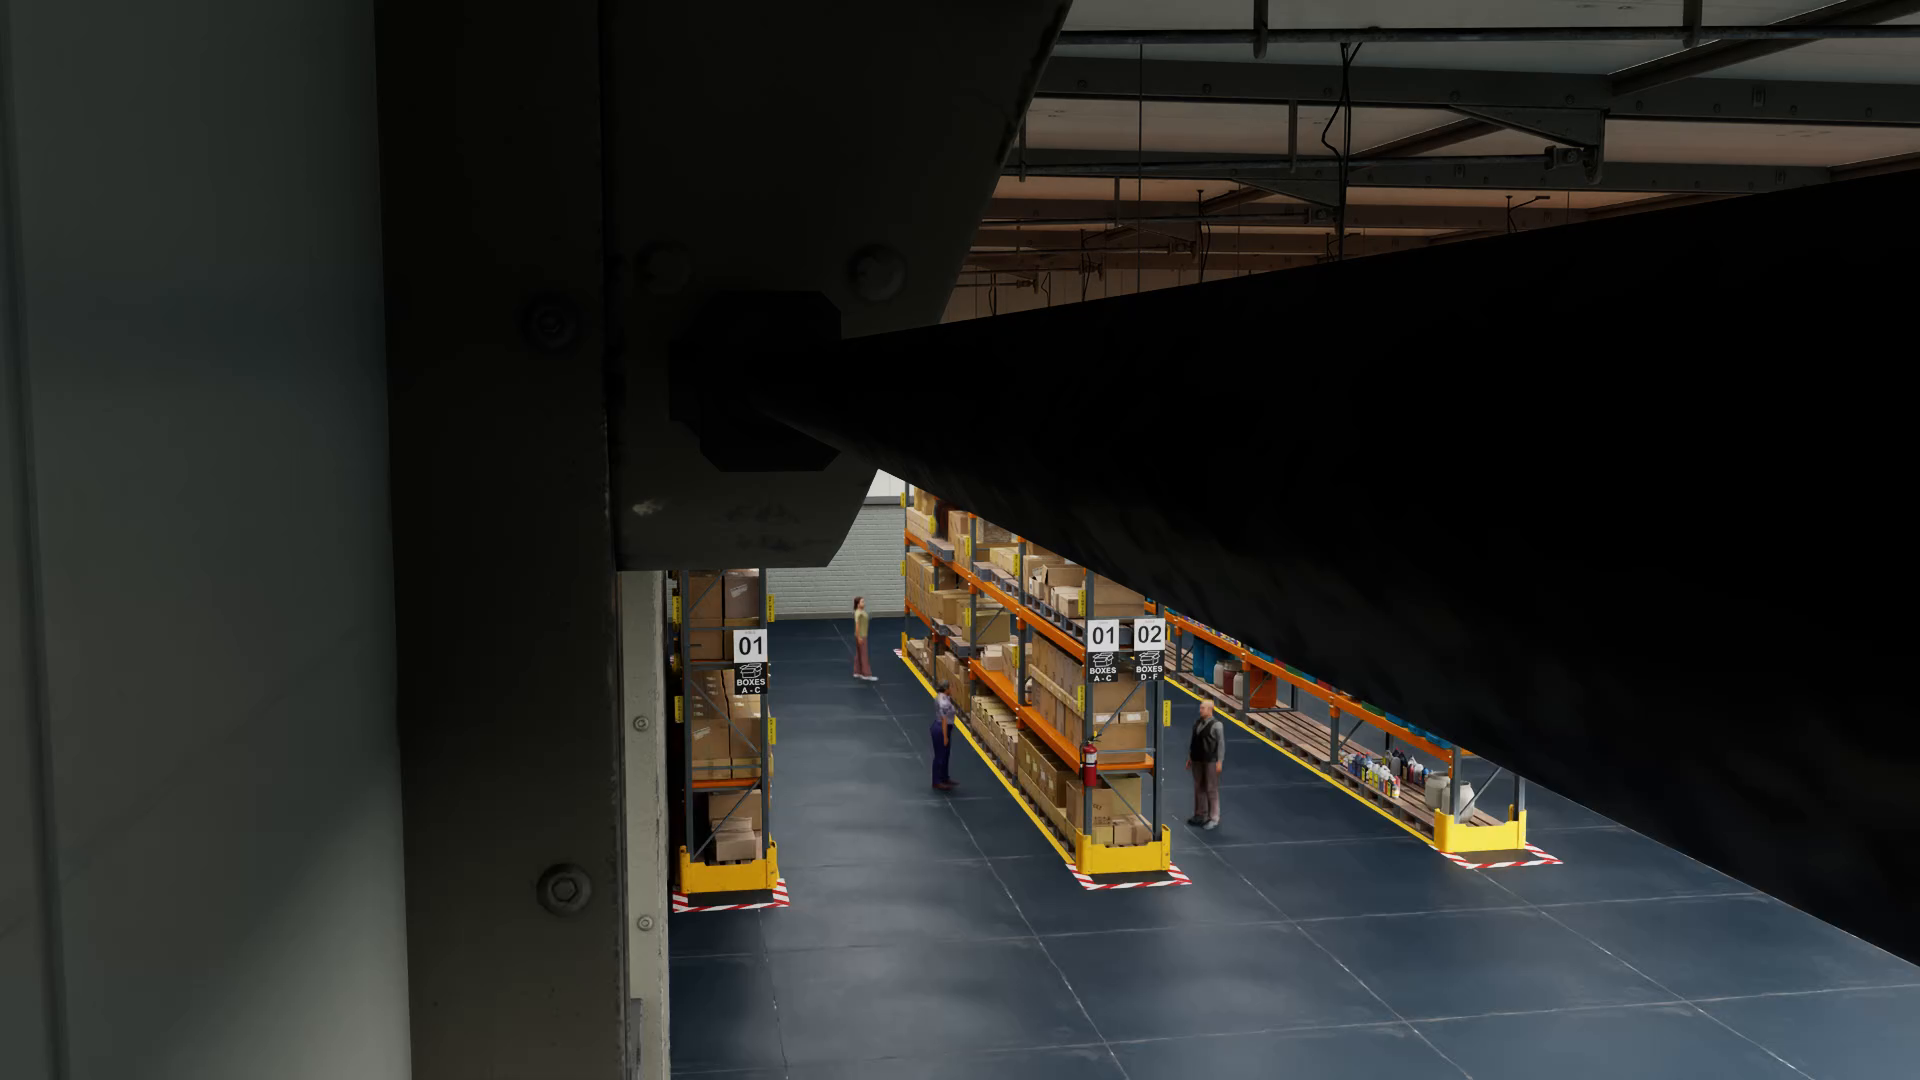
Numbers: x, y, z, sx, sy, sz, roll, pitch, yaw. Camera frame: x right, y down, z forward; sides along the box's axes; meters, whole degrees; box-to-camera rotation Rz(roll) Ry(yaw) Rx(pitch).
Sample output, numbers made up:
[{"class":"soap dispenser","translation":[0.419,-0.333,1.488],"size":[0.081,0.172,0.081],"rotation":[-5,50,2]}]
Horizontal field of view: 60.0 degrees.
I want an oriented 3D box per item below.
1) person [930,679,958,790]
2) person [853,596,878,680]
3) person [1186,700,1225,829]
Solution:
[{"class":"person","translation":[-0.231,2.919,25.047],"size":[0.432,1.666,0.496],"rotation":[-1,6,-6]},{"class":"person","translation":[-1.909,1.977,33.566],"size":[0.505,1.683,0.470],"rotation":[0,6,1]},{"class":"person","translation":[3.377,3.092,23.032],"size":[0.400,1.733,0.567],"rotation":[-4,7,-36]}]
